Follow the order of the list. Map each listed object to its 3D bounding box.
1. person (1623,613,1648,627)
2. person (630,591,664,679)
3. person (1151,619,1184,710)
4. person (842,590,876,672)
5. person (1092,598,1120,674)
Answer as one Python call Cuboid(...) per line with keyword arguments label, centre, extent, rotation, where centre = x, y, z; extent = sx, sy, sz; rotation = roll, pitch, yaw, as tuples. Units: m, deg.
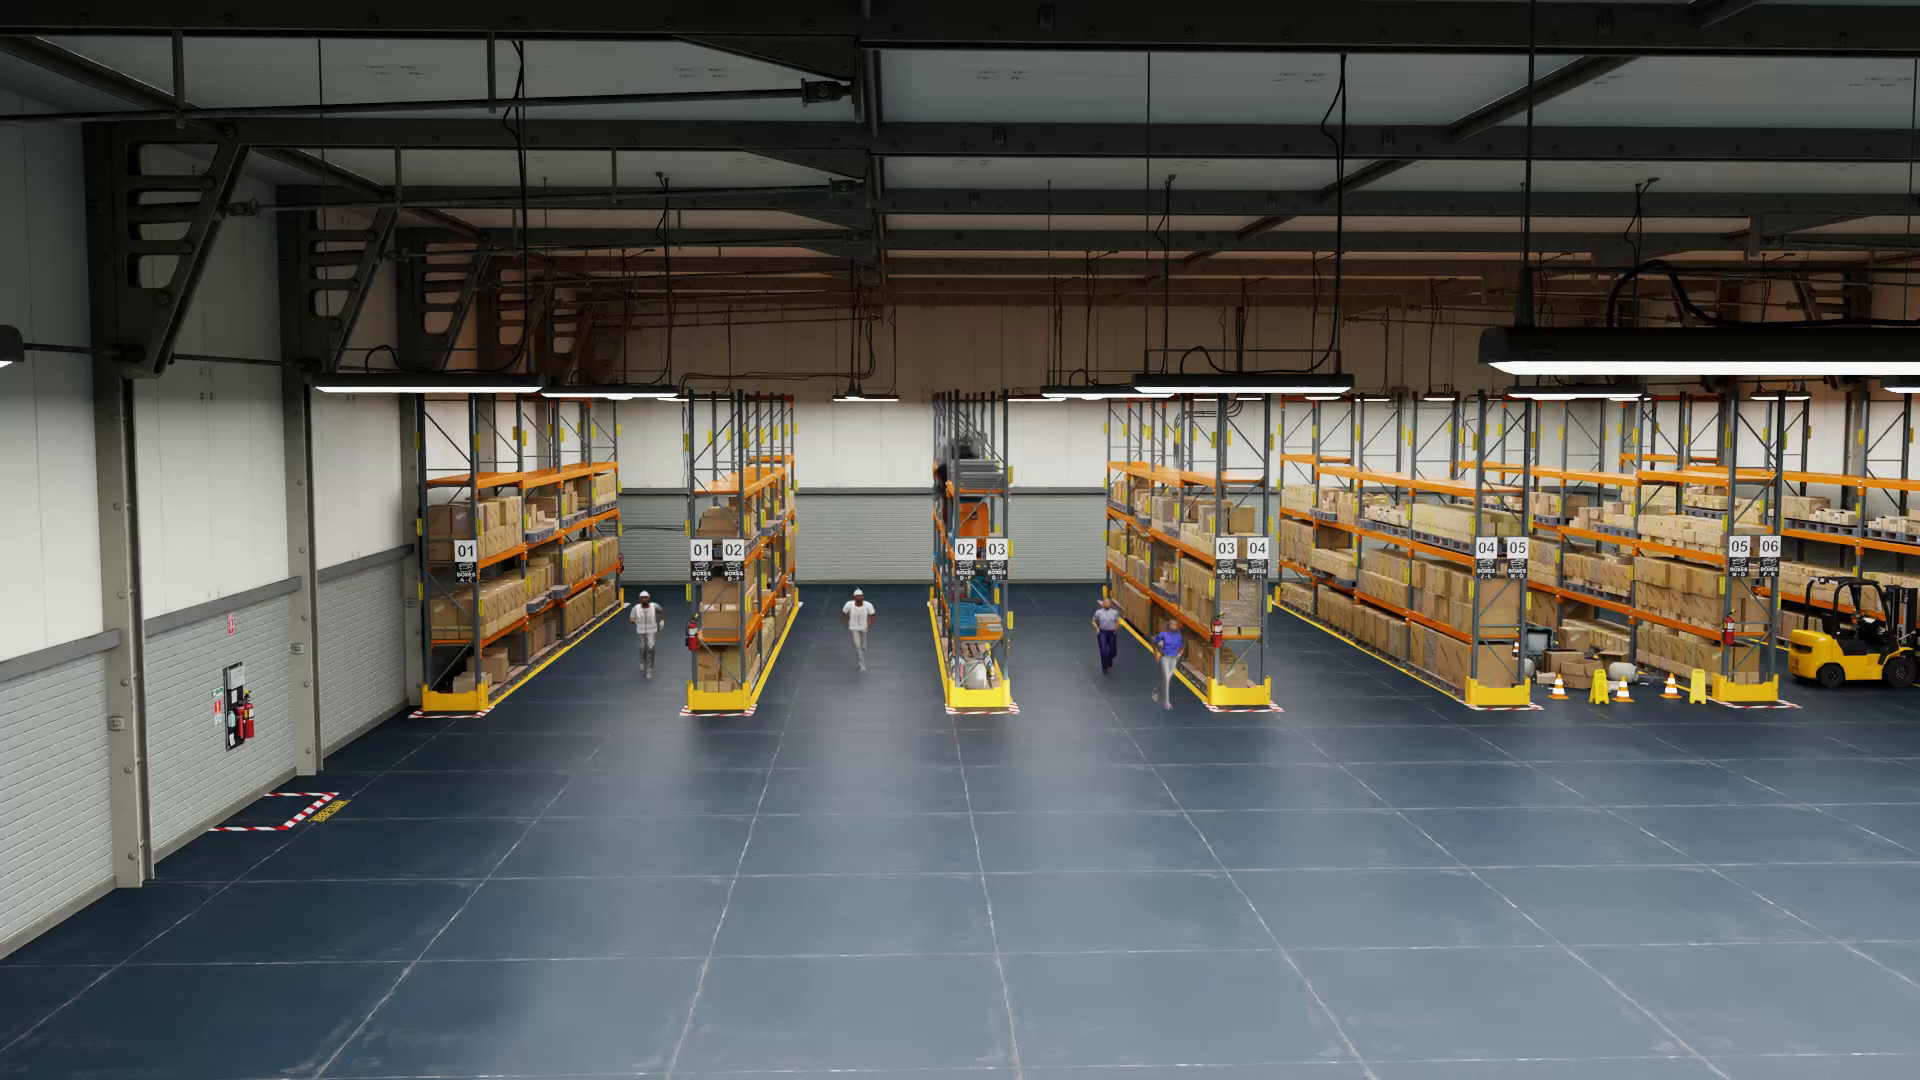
Cuboid(label="person", centre=(17.277, 1.471, 42.493), extent=(0.570, 1.661, 0.973), rotation=(-1, 5, -14))
Cuboid(label="person", centre=(-6.594, 1.978, 35.032), extent=(0.693, 1.828, 0.922), rotation=(0, 5, -5))
Cuboid(label="person", centre=(3.965, 2.342, 31.620), extent=(0.597, 1.651, 0.802), rotation=(-2, 5, -23))
Cuboid(label="person", centre=(-2.183, 1.930, 35.964), extent=(0.726, 1.749, 0.898), rotation=(-1, 5, -8))
Cuboid(label="person", centre=(3.120, 2.029, 35.509), extent=(0.608, 1.595, 0.599), rotation=(0, 5, -3))
